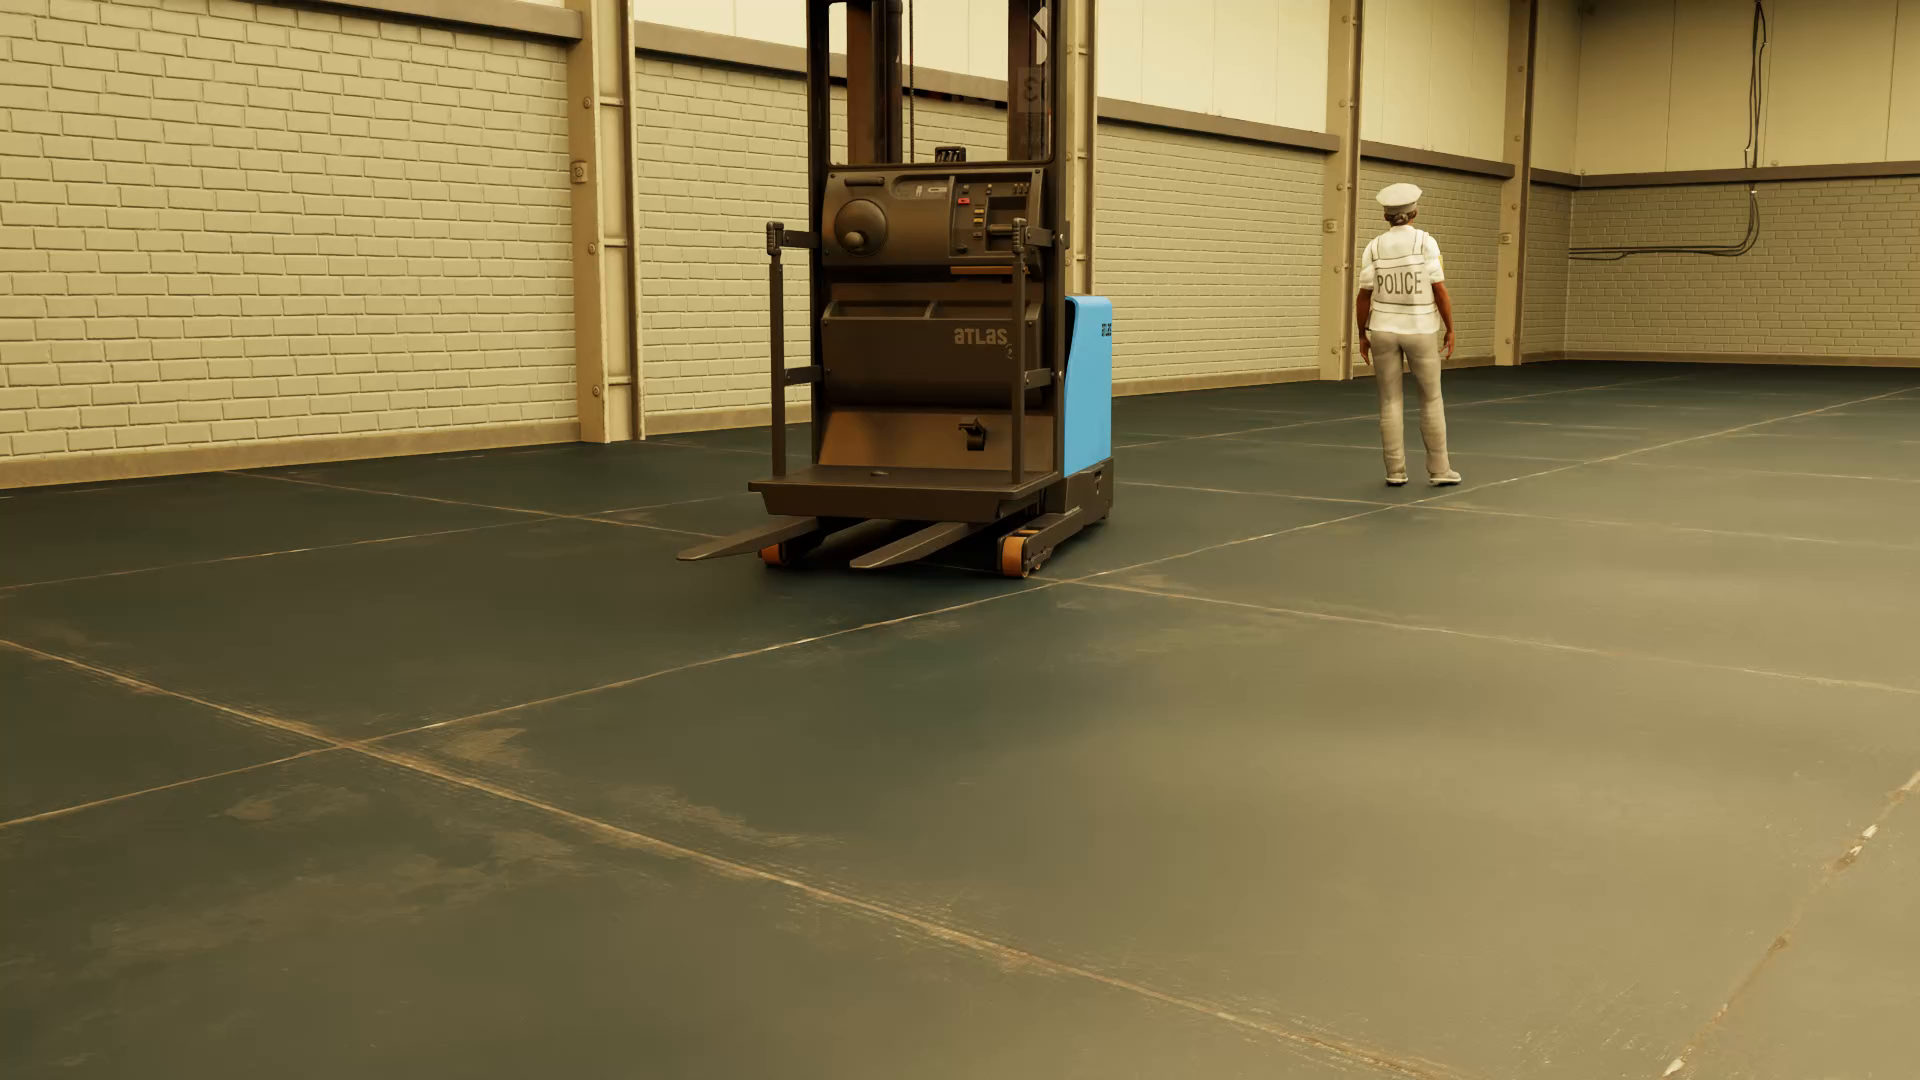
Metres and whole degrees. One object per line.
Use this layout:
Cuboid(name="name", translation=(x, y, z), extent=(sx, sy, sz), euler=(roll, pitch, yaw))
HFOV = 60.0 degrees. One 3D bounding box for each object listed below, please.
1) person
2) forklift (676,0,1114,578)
Cuboid(name="person", translation=(2.556, -1.164, 9.459), extent=(0.569, 1.694, 0.530), euler=(4, 9, 27))
Cuboid(name="forklift", translation=(-0.176, -1.366, 6.616), extent=(1.130, 2.935, 3.031), euler=(3, 9, 17))
